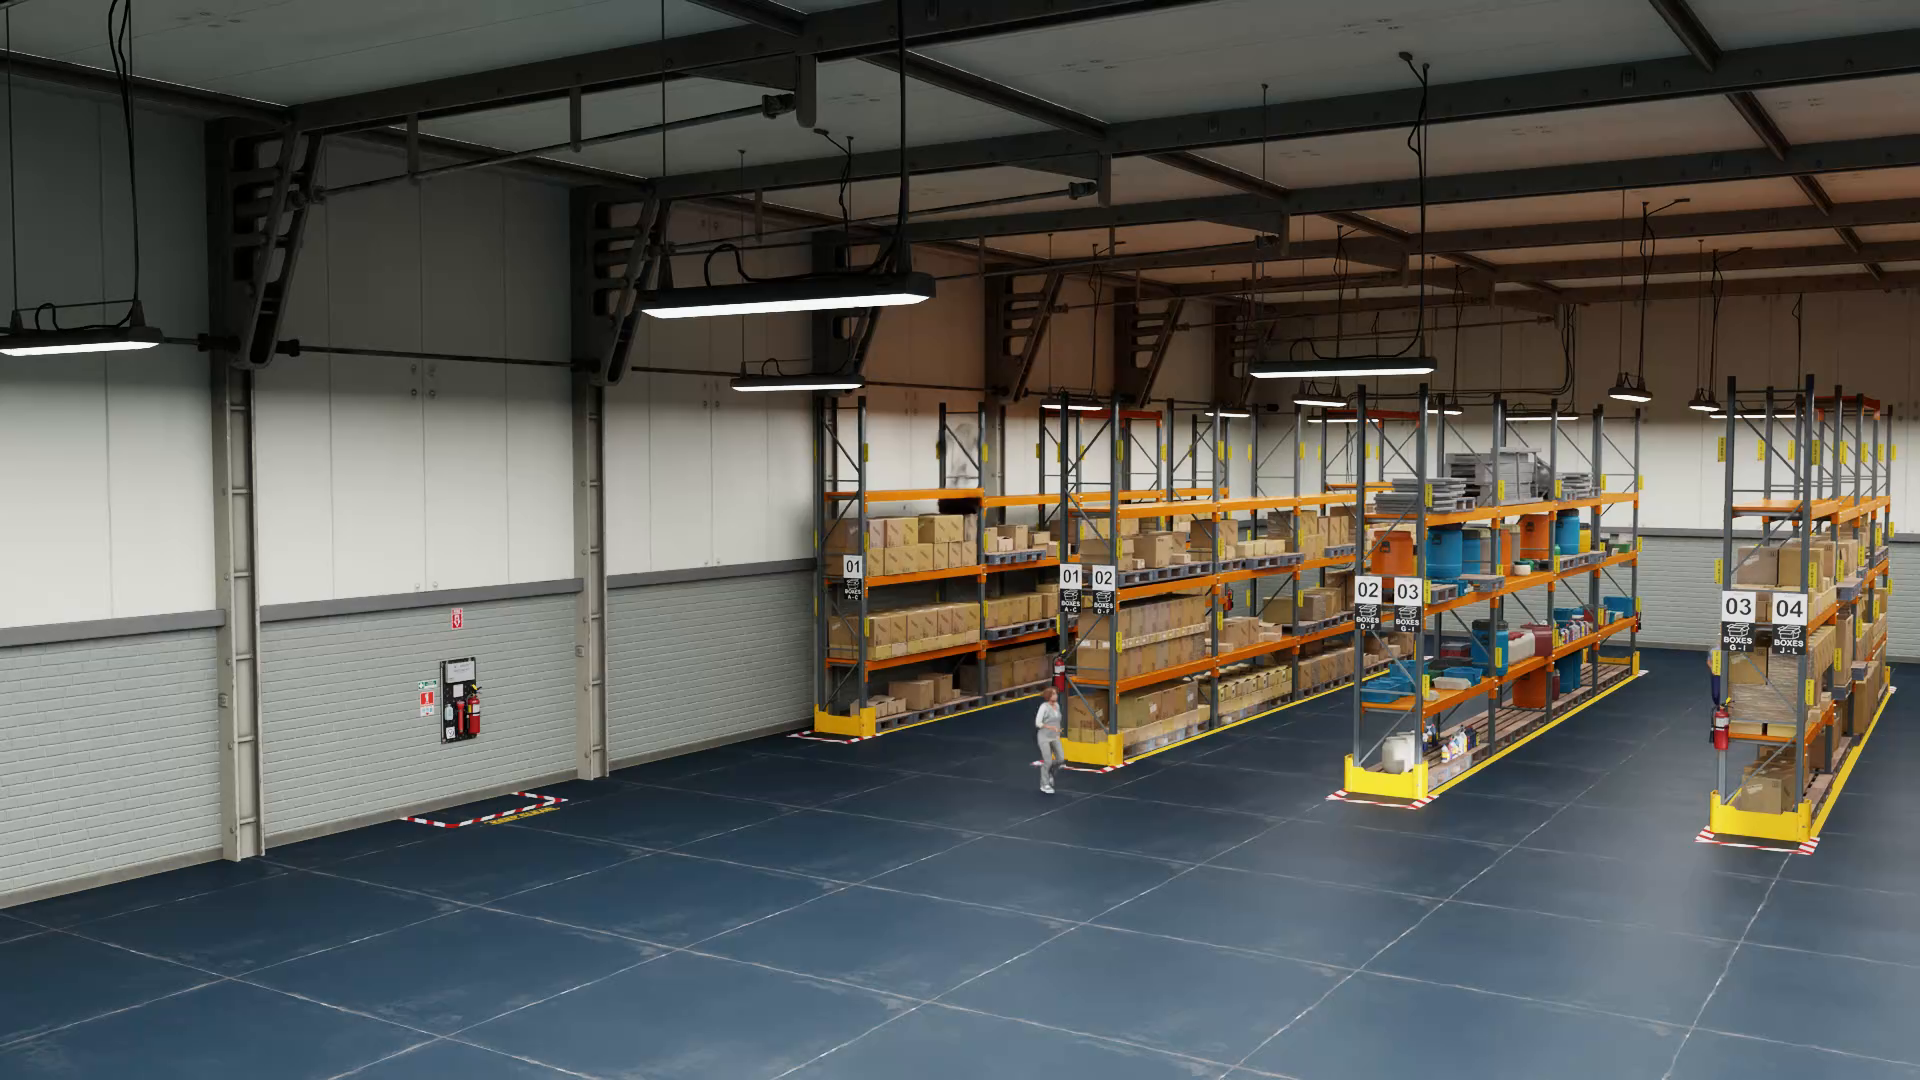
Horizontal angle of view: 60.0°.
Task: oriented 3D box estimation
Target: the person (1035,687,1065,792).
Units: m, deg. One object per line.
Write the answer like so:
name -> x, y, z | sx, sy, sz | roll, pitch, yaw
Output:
person -> 1.339, 2.937, 24.386 | 0.519, 1.566, 0.554 | -2, 4, -39

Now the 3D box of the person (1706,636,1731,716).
person -> 14.237, 2.572, 31.066 | 0.600, 1.608, 0.538 | 3, 4, 41
